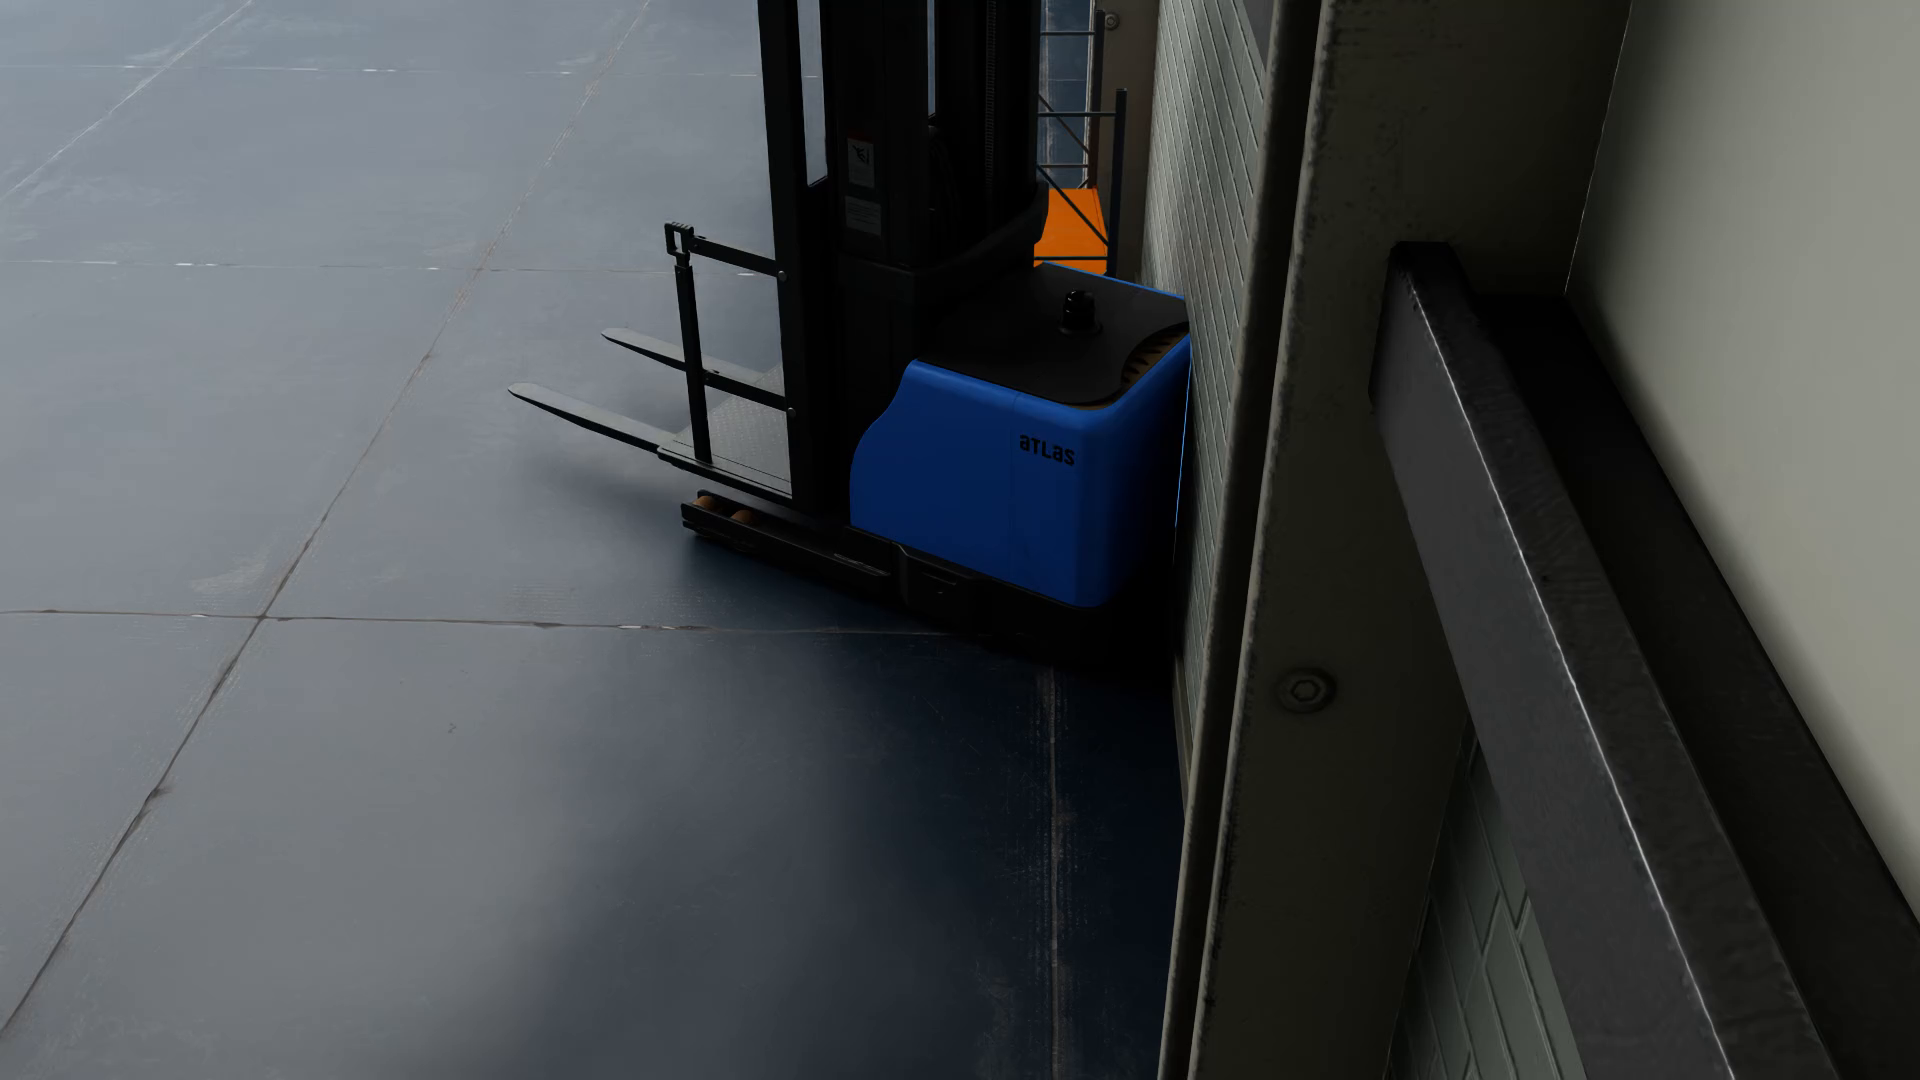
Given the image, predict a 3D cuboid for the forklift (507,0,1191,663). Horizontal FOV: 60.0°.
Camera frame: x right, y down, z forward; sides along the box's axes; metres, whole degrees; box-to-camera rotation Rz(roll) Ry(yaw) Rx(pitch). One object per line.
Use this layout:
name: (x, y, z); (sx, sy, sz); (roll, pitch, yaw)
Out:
forklift: (-0.529, -1.388, 6.175); (3.031, 2.935, 1.130); (20, 40, 25)

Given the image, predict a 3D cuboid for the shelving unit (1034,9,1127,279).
shelving unit: (0.419, -1.509, 7.593); (0.587, 1.500, 1.083); (0, 35, -1)

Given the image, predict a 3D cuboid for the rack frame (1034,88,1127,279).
rack frame: (0.427, -1.211, 7.169); (0.500, 1.500, 0.032); (0, 35, -1)

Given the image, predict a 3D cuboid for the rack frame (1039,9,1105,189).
rack frame: (0.411, -1.796, 8.001); (0.500, 1.500, 0.032); (0, 35, -1)

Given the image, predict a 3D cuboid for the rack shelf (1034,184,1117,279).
rack shelf: (0.419, -1.357, 7.689); (0.538, 0.185, 1.000); (0, 35, -1)

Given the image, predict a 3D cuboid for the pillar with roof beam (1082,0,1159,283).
pillar with roof beam: (-3.523, -5.134, 6.229); (9.100, 9.000, 0.400); (1, 35, 2)
